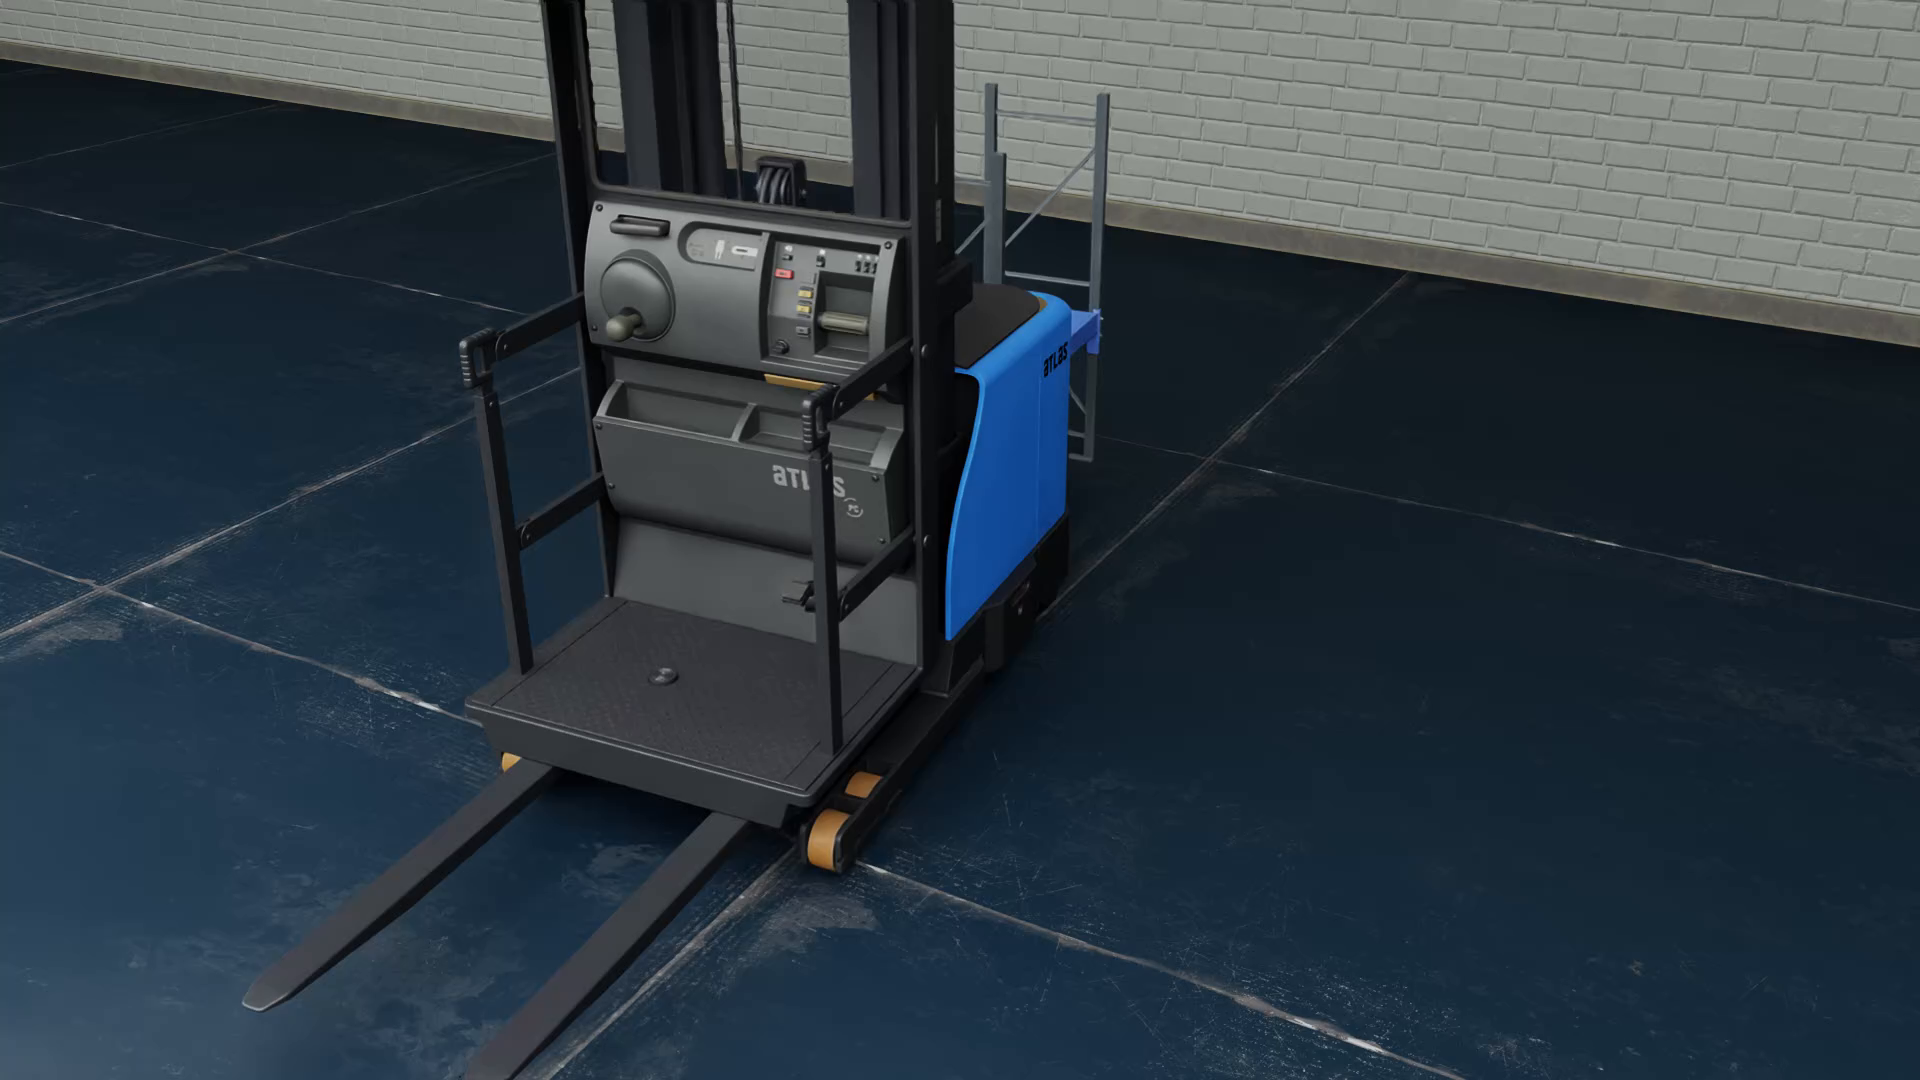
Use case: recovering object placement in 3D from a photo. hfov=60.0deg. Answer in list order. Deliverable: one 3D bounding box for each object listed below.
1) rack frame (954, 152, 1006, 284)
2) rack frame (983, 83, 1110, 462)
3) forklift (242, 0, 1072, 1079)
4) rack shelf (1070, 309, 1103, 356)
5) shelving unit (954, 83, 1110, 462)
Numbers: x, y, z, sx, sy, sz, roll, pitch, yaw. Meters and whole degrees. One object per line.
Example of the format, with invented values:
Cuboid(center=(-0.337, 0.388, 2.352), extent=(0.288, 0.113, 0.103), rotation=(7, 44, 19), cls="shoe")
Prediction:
Cuboid(center=(-0.083, -0.630, 5.834), extent=(0.500, 1.500, 0.032), rotation=(11, 29, 21), cls="rack frame")
Cuboid(center=(0.330, -1.046, 6.665), extent=(0.500, 1.500, 0.032), rotation=(11, 29, 21), cls="rack frame")
Cuboid(center=(-0.679, -0.639, 4.252), extent=(1.130, 2.935, 3.031), rotation=(11, 29, 21), cls="forklift")
Cuboid(center=(0.123, -0.678, 6.330), extent=(0.538, 0.185, 1.000), rotation=(11, 29, 21), cls="rack shelf")
Cuboid(center=(0.123, -0.838, 6.249), extent=(0.538, 1.500, 1.048), rotation=(11, 29, 21), cls="shelving unit")
